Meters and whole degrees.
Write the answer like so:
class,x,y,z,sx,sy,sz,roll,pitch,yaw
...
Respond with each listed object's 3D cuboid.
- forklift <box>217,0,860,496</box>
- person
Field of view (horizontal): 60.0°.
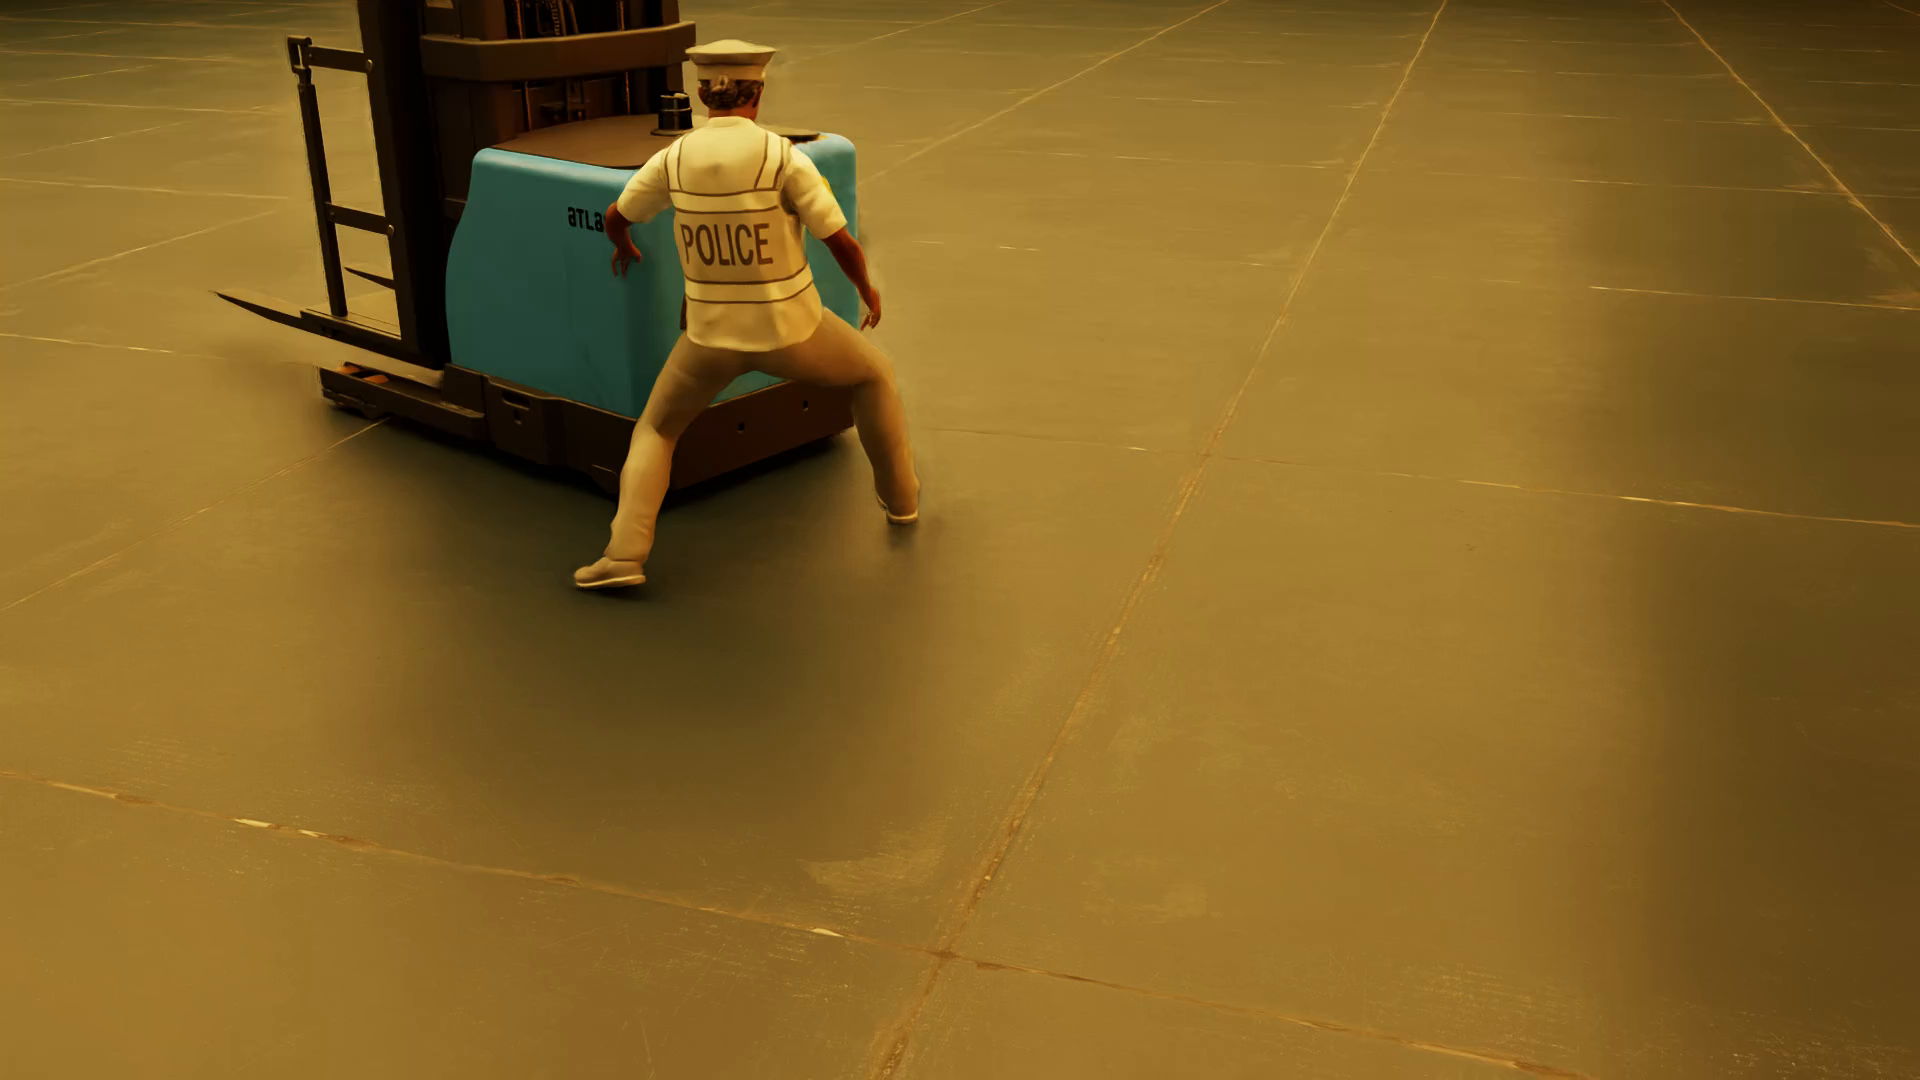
class,x,y,z,sx,sy,sz,roll,pitch,yaw
forklift,-1.797,-1.942,5.984,3.031,2.935,1.130,17,28,36
person,-0.622,-0.652,4.782,0.936,1.525,0.859,4,23,8
